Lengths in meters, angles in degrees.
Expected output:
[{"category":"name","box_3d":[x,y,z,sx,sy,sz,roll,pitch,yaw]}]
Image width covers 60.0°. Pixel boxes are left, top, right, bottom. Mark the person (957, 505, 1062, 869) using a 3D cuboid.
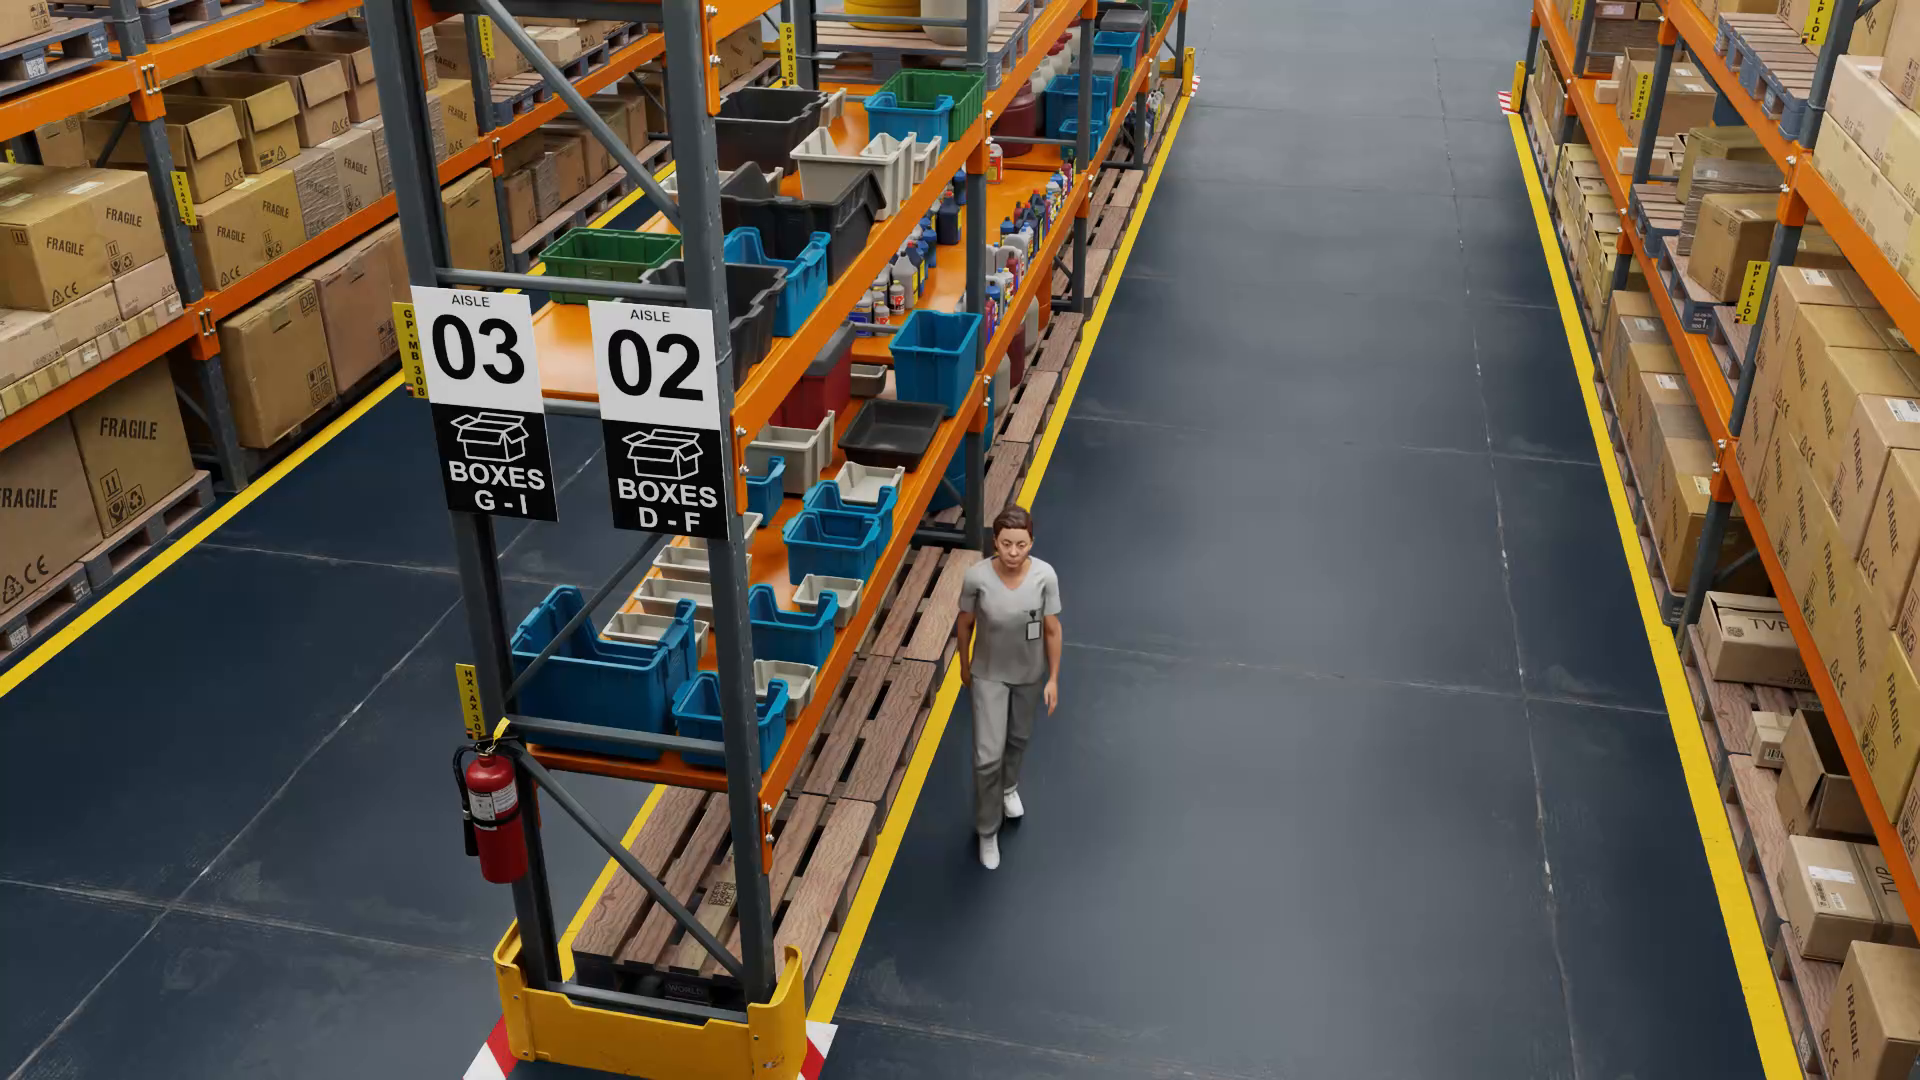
[{"category":"person","box_3d":[0.226,0.642,7.485,0.455,1.711,0.587,-5,29,-8]}]
